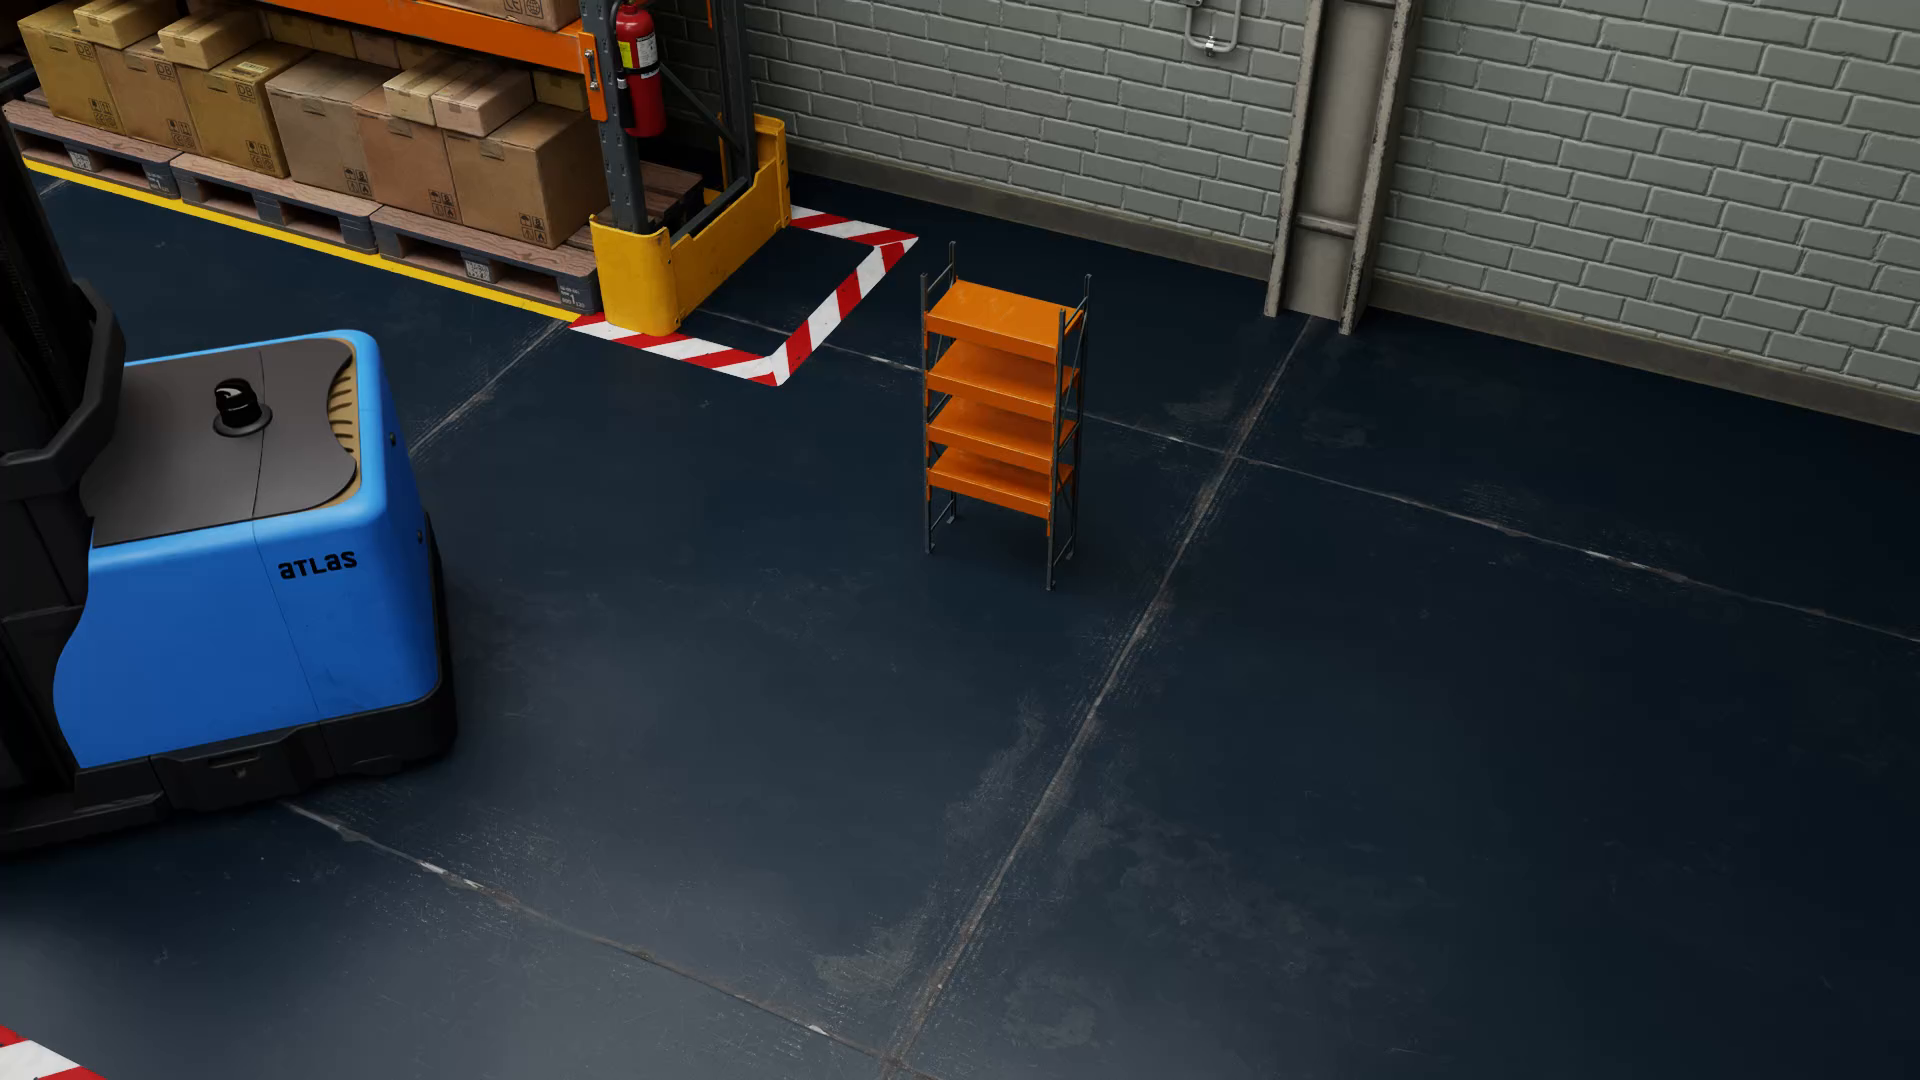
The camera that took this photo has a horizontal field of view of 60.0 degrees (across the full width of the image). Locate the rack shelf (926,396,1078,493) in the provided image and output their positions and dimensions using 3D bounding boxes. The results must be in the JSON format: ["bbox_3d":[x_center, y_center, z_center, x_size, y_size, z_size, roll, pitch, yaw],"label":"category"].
[{"bbox_3d":[0.150,-0.357,5.848,0.480,0.148,0.258,17,44,19],"label":"rack shelf"}]

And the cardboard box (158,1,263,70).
[{"bbox_3d":[-3.500,-2.360,7.776,0.250,0.149,0.380,16,43,17],"label":"cardboard box"}]

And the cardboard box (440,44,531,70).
[{"bbox_3d":[-2.154,-2.226,7.621,0.250,0.149,0.380,17,44,19],"label":"cardboard box"}]

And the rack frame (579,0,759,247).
[{"bbox_3d":[-1.216,-2.409,6.739,0.127,3.000,1.000,17,44,19],"label":"rack frame"}]

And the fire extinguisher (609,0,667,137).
[{"bbox_3d":[-1.274,-1.923,6.522,0.183,0.674,0.296,17,44,19],"label":"fire extinguisher"}]

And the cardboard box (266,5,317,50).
[{"bbox_3d":[-3.073,-2.507,7.945,0.250,0.149,0.380,16,43,18],"label":"cardboard box"}]

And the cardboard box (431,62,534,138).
[{"bbox_3d":[-2.086,-1.930,7.279,0.250,0.149,0.380,16,44,18],"label":"cardboard box"}]

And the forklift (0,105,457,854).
[{"bbox_3d":[-3.215,-0.421,4.498,3.031,2.935,1.130,-11,42,-13],"label":"forklift"}]

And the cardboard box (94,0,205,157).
[{"bbox_3d":[-3.752,-2.322,8.226,0.500,0.500,0.700,17,44,18],"label":"cardboard box"}]

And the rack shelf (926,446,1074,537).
[{"bbox_3d":[0.150,-0.207,5.978,0.480,0.148,0.258,17,44,19],"label":"rack shelf"}]

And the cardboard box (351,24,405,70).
[{"bbox_3d":[-2.611,-2.366,7.782,0.250,0.149,0.380,18,44,19],"label":"cardboard box"}]

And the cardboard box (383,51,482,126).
[{"bbox_3d":[-2.318,-2.000,7.360,0.250,0.149,0.380,18,44,20],"label":"cardboard box"}]

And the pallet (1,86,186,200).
[{"bbox_3d":[-4.185,-2.206,8.634,1.213,0.211,1.003,17,44,19],"label":"pallet"}]

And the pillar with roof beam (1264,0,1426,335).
[{"bbox_3d":[-0.223,-1.886,1.556,0.400,9.000,9.100,17,44,19],"label":"pillar with roof beam"}]

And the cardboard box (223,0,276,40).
[{"bbox_3d":[-3.308,-2.578,8.027,0.250,0.149,0.380,17,44,19],"label":"cardboard box"}]

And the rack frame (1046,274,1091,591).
[{"bbox_3d":[0.371,-0.340,5.726,0.015,1.200,0.240,17,44,19],"label":"rack frame"}]

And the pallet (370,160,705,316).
[{"bbox_3d":[-1.973,-1.530,7.854,1.213,0.211,1.003,17,44,19],"label":"pallet"}]

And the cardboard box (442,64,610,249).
[{"bbox_3d":[-1.892,-1.757,7.575,0.500,0.500,0.700,17,44,19],"label":"cardboard box"}]

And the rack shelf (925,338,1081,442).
[{"bbox_3d":[0.150,-0.526,5.702,0.480,0.148,0.258,17,44,19],"label":"rack shelf"}]

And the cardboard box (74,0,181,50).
[{"bbox_3d":[-3.973,-2.505,7.942,0.250,0.149,0.380,18,44,20],"label":"cardboard box"}]

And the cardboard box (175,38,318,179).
[{"bbox_3d":[-3.288,-2.178,8.061,0.500,0.500,0.700,18,44,20],"label":"cardboard box"}]

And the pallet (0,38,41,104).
[{"bbox_3d":[-5.572,-2.632,9.125,1.213,0.211,1.003,17,44,19],"label":"pallet"}]

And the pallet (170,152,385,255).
[{"bbox_3d":[-3.075,-1.869,8.245,1.213,0.211,1.003,17,44,19],"label":"pallet"}]

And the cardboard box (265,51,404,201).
[{"bbox_3d":[-2.802,-2.035,7.895,0.500,0.500,0.700,16,43,17],"label":"cardboard box"}]

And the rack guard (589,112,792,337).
[{"bbox_3d":[-1.194,-1.458,7.550,0.348,0.500,1.175,17,44,19],"label":"rack guard"}]

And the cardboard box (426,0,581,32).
[{"bbox_3d":[-1.682,-2.658,6.797,0.700,0.700,0.980,19,44,21],"label":"cardboard box"}]

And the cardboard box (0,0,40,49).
[{"bbox_3d":[-5.485,-2.966,8.702,0.750,0.750,0.750,17,44,19],"label":"cardboard box"}]

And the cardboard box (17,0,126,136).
[{"bbox_3d":[-4.206,-2.463,8.389,0.500,0.500,0.700,18,44,19],"label":"cardboard box"}]

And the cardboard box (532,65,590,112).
[{"bbox_3d":[-1.694,-2.087,7.460,0.250,0.149,0.380,17,44,19],"label":"cardboard box"}]

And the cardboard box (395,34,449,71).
[{"bbox_3d":[-2.380,-2.296,7.701,0.250,0.149,0.380,17,44,19],"label":"cardboard box"}]

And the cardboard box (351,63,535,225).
[{"bbox_3d":[-2.346,-1.896,7.735,0.500,0.500,0.700,17,44,19],"label":"cardboard box"}]

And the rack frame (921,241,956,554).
[{"bbox_3d":[-0.071,-0.475,5.882,0.015,1.200,0.240,17,44,19],"label":"rack frame"}]

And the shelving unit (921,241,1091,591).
[{"bbox_3d":[0.150,-0.408,5.804,0.503,1.200,0.258,17,44,19],"label":"shelving unit"}]

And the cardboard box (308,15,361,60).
[{"bbox_3d":[-2.844,-2.437,7.864,0.250,0.149,0.380,17,44,19],"label":"cardboard box"}]

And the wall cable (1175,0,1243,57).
[{"bbox_3d":[0.345,-3.000,6.645,1.851,1.984,0.084,17,44,19],"label":"wall cable"}]

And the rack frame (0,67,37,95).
[{"bbox_3d":[-4.841,-3.517,8.017,0.127,3.000,1.000,17,44,19],"label":"rack frame"}]

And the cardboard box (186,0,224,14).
[{"bbox_3d":[-3.536,-2.649,8.108,0.250,0.149,0.380,16,43,17],"label":"cardboard box"}]

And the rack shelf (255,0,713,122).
[{"bbox_3d":[-3.028,-2.691,7.614,4.000,0.370,1.077,17,44,19],"label":"rack shelf"}]

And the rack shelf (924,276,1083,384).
[{"bbox_3d":[0.150,-0.704,5.547,0.480,0.148,0.258,17,44,19],"label":"rack shelf"}]
